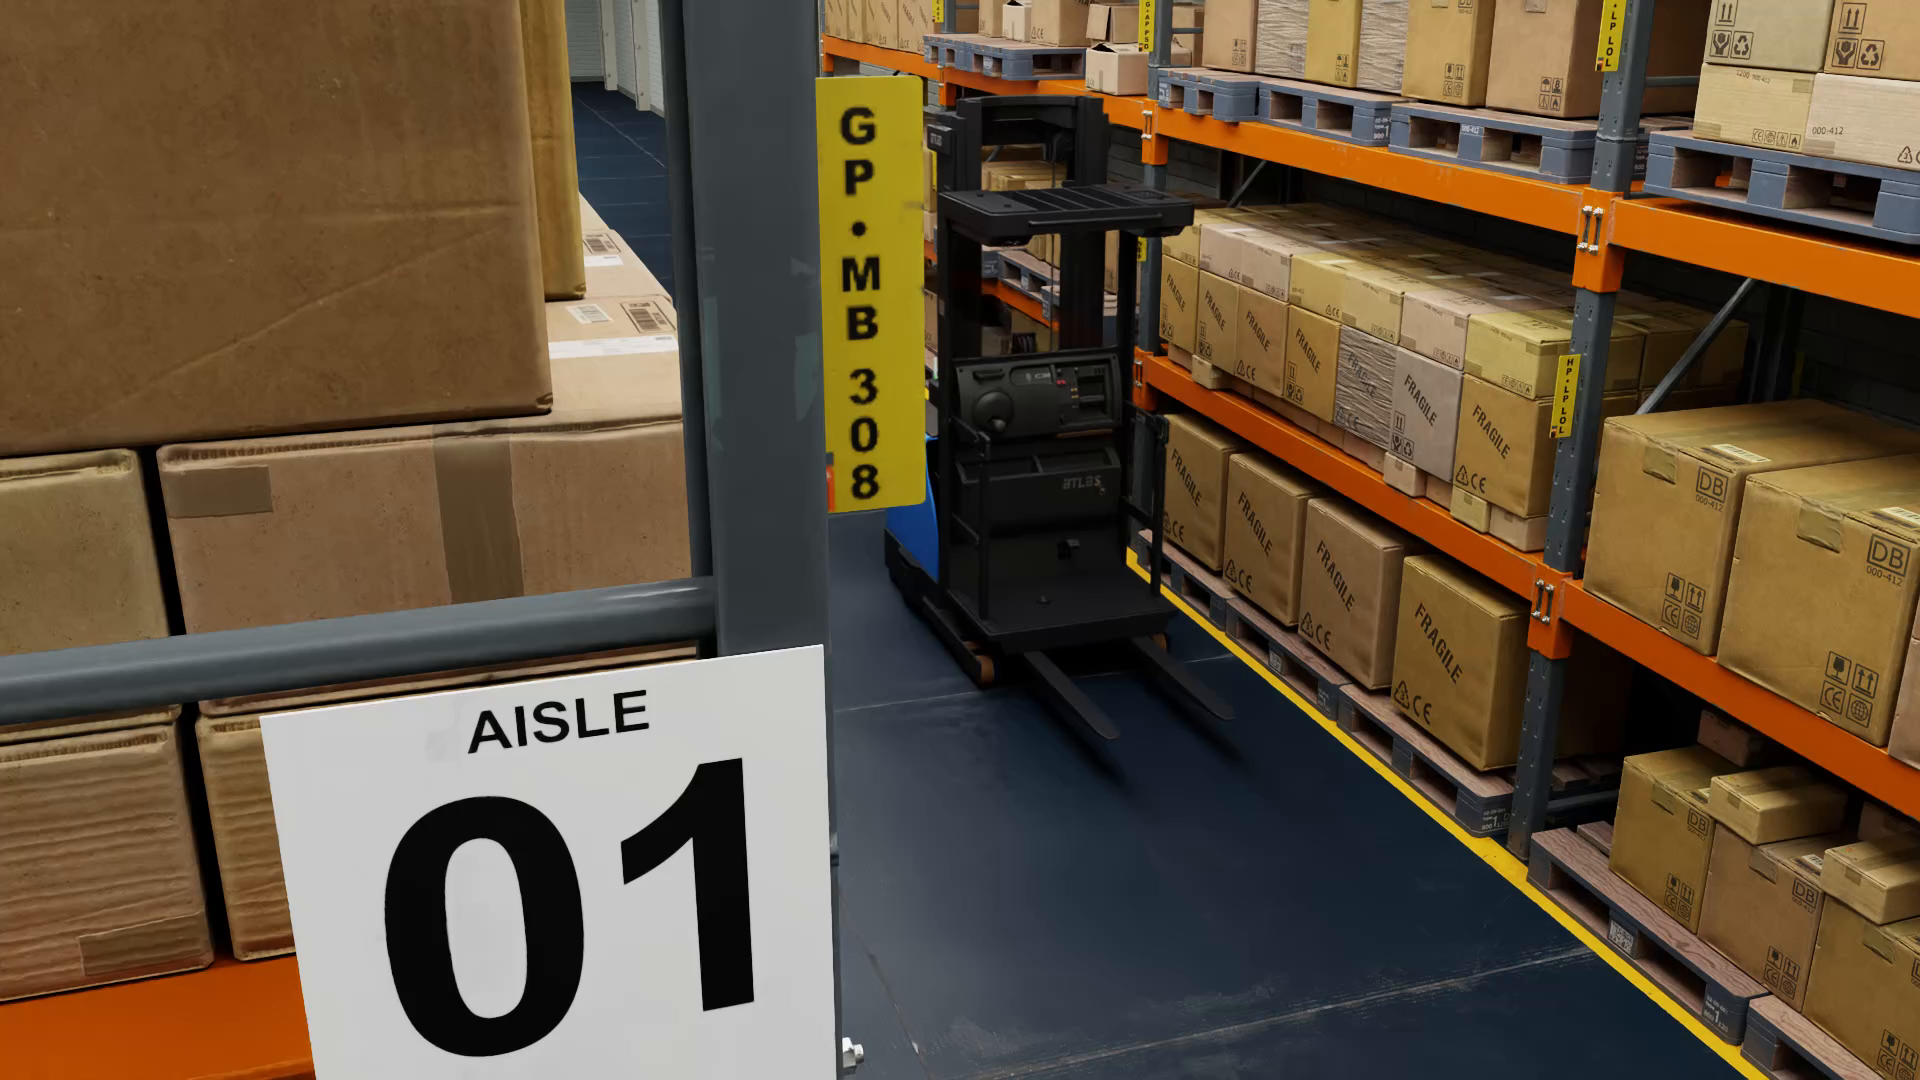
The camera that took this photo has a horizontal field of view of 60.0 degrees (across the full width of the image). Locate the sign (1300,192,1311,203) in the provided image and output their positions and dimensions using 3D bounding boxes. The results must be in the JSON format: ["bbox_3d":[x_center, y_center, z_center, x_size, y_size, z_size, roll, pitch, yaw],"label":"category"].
[{"bbox_3d":[2.123,-1.996,10.325,0.100,0.325,0.005,-6,21,-17],"label":"sign"}]

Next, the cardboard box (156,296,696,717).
[{"bbox_3d":[-0.505,-0.066,1.707,0.500,0.250,0.500,-6,21,-17],"label":"cardboard box"}]

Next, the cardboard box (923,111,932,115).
[{"bbox_3d":[-0.568,-4.122,17.038,0.500,0.500,0.500,-7,21,-18],"label":"cardboard box"}]

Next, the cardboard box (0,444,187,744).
[{"bbox_3d":[-0.994,-0.011,1.554,0.500,0.250,0.500,-6,21,-17],"label":"cardboard box"}]

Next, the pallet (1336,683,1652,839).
[{"bbox_3d":[2.540,0.965,7.918,1.003,0.211,1.213,-6,21,-17],"label":"pallet"}]

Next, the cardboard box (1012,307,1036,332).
[{"bbox_3d":[0.728,-1.683,13.103,0.500,0.250,0.500,-7,21,-18],"label":"cardboard box"}]

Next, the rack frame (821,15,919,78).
[{"bbox_3d":[-0.918,-3.959,17.501,1.000,3.000,0.127,-6,21,-17],"label":"rack frame"}]

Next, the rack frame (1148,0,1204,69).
[{"bbox_3d":[1.597,-4.215,9.339,1.000,3.000,0.127,-6,21,-17],"label":"rack frame"}]

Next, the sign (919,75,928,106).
[{"bbox_3d":[-0.384,-4.705,17.398,0.100,0.325,0.005,-6,21,-17],"label":"sign"}]

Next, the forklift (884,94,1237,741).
[{"bbox_3d":[0.501,-0.767,8.716,1.130,2.935,3.031,-7,21,-18],"label":"forklift"}]

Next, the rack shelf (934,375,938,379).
[{"bbox_3d":[0.027,-0.925,10.487,0.258,0.148,0.480,-7,21,-18],"label":"rack shelf"}]

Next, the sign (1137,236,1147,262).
[{"bbox_3d":[1.085,-1.838,10.002,0.100,0.325,0.005,-6,21,-17],"label":"sign"}]

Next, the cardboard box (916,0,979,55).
[{"bbox_3d":[-0.055,-4.280,13.780,0.500,0.500,0.500,-6,21,-16],"label":"cardboard box"}]

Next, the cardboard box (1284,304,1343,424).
[{"bbox_3d":[1.988,-0.910,8.396,0.500,0.500,0.500,-6,21,-16],"label":"cardboard box"}]

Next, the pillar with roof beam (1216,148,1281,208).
[{"bbox_3d":[-2.077,-4.267,9.483,9.100,9.000,0.400,-6,21,-17],"label":"pillar with roof beam"}]

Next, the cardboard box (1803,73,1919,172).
[{"bbox_3d":[2.968,-1.279,5.055,0.500,0.250,0.500,-7,21,-18],"label":"cardboard box"}]

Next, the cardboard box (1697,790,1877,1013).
[{"bbox_3d":[3.147,1.283,5.983,0.700,0.500,0.500,-7,21,-18],"label":"cardboard box"}]

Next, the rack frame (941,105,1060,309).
[{"bbox_3d":[0.340,-2.675,13.927,1.000,3.000,0.127,-6,21,-17],"label":"rack frame"}]

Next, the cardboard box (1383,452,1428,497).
[{"bbox_3d":[2.200,-0.322,7.719,0.380,0.149,0.250,-6,21,-17],"label":"cardboard box"}]

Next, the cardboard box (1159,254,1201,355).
[{"bbox_3d":[1.507,-1.405,9.773,0.500,0.500,0.500,-6,21,-16],"label":"cardboard box"}]

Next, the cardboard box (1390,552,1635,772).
[{"bbox_3d":[2.526,0.511,7.614,0.750,0.750,0.750,-6,21,-17],"label":"cardboard box"}]

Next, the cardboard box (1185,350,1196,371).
[{"bbox_3d":[1.551,-1.071,9.802,0.380,0.149,0.250,-6,21,-16],"label":"cardboard box"}]

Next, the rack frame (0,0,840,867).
[{"bbox_3d":[-0.590,-1.120,0.723,1.000,3.000,0.127,-6,21,-17],"label":"rack frame"}]

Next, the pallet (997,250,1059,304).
[{"bbox_3d":[0.936,-1.932,12.142,1.003,0.211,1.213,-6,21,-17],"label":"pallet"}]

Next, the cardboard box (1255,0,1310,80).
[{"bbox_3d":[2.020,-2.743,8.881,0.700,0.500,0.500,-8,21,-20],"label":"cardboard box"}]

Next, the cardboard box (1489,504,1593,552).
[{"bbox_3d":[2.479,-0.077,7.037,0.380,0.149,0.250,-6,21,-17],"label":"cardboard box"}]

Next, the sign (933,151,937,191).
[{"bbox_3d":[-0.173,-3.022,13.613,0.100,0.325,0.005,-6,21,-17],"label":"sign"}]

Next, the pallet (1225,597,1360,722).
[{"bbox_3d":[2.153,0.573,9.010,1.003,0.211,1.213,-6,21,-17],"label":"pallet"}]

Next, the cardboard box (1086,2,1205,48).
[{"bbox_3d":[1.277,-3.287,11.011,0.797,0.503,0.637,-3,20,-10],"label":"cardboard box"}]

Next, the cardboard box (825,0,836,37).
[{"bbox_3d":[-1.050,-5.293,16.601,0.500,0.500,0.500,-6,21,-16],"label":"cardboard box"}]

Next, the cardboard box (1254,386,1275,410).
[{"bbox_3d":[1.840,-0.826,9.122,0.380,0.149,0.250,-6,21,-16],"label":"cardboard box"}]

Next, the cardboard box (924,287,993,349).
[{"bbox_3d":[-0.025,-2.035,15.191,0.500,0.500,0.500,-8,21,-21],"label":"cardboard box"}]

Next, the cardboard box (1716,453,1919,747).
[{"bbox_3d":[3.233,0.162,5.585,0.980,0.700,0.700,-7,21,-19],"label":"cardboard box"}]

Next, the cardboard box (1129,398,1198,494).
[{"bbox_3d":[1.321,-0.648,11.329,0.700,0.500,0.500,-6,21,-16],"label":"cardboard box"}]

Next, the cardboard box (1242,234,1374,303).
[{"bbox_3d":[1.825,-1.435,8.748,0.500,0.250,0.500,-6,21,-17],"label":"cardboard box"}]

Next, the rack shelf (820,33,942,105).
[{"bbox_3d":[-0.289,-4.390,15.328,1.077,0.370,4.000,-6,21,-17],"label":"rack shelf"}]

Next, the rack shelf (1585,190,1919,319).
[{"bbox_3d":[3.483,-0.539,4.607,1.077,0.370,4.000,-6,21,-17],"label":"rack shelf"}]

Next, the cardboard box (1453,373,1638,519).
[{"bbox_3d":[2.470,-0.426,7.047,0.500,0.500,0.500,-7,21,-18],"label":"cardboard box"}]

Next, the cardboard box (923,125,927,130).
[{"bbox_3d":[-0.094,-3.632,15.674,0.500,0.500,0.500,-6,21,-16],"label":"cardboard box"}]

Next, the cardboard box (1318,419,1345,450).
[{"bbox_3d":[2.049,-0.576,8.426,0.380,0.149,0.250,-6,21,-15],"label":"cardboard box"}]

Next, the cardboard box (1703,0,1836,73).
[{"bbox_3d":[2.812,-1.788,5.363,0.500,0.500,0.500,-7,21,-18],"label":"cardboard box"}]

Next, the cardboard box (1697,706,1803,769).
[{"bbox_3d":[3.135,0.749,6.511,0.380,0.149,0.250,-7,21,-18],"label":"cardboard box"}]

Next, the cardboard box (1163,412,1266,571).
[{"bbox_3d":[1.703,-0.327,9.950,0.750,0.750,0.750,-7,21,-18],"label":"cardboard box"}]

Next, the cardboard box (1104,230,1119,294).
[{"bbox_3d":[1.238,-1.972,11.170,0.700,0.500,0.500,-8,21,-22],"label":"cardboard box"}]

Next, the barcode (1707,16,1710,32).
[{"bbox_3d":[3.007,-2.055,6.638,0.001,0.075,0.075,-5,20,-12],"label":"barcode"}]

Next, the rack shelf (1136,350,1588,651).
[{"bbox_3d":[2.225,-0.411,8.688,1.077,0.370,4.000,-6,21,-17],"label":"rack shelf"}]

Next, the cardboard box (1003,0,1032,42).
[{"bbox_3d":[0.629,-3.861,12.302,0.500,0.311,0.500,-6,21,-15],"label":"cardboard box"}]

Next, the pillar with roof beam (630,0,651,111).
[{"bbox_3d":[-11.507,-13.894,36.286,9.100,9.000,0.400,-6,21,-17],"label":"pillar with roof beam"}]

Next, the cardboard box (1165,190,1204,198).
[{"bbox_3d":[1.345,-2.160,10.735,0.380,0.149,0.250,-10,22,-26],"label":"cardboard box"}]

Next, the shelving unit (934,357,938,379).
[{"bbox_3d":[0.027,-0.534,10.628,0.258,1.200,0.503,-7,21,-18],"label":"shelving unit"}]

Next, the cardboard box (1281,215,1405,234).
[{"bbox_3d":[2.145,-1.656,9.364,0.500,0.250,0.500,-7,21,-19],"label":"cardboard box"}]

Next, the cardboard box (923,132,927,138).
[{"bbox_3d":[-0.413,-3.408,15.050,0.500,0.500,0.500,-7,21,-19],"label":"cardboard box"}]

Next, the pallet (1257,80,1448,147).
[{"bbox_3d":[2.204,-2.155,8.320,1.003,0.211,1.213,-5,20,-15],"label":"pallet"}]

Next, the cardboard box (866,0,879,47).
[{"bbox_3d":[-0.559,-4.781,15.175,0.500,0.500,0.500,-5,20,-14],"label":"cardboard box"}]

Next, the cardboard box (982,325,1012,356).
[{"bbox_3d":[0.587,-1.471,13.622,0.700,0.500,0.500,-6,21,-15],"label":"cardboard box"}]

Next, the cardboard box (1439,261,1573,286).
[{"bbox_3d":[2.624,-1.160,7.982,0.500,0.250,0.500,-7,21,-19],"label":"cardboard box"}]

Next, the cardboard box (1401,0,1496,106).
[{"bbox_3d":[2.445,-2.239,7.478,0.700,0.500,0.500,-7,21,-18],"label":"cardboard box"}]

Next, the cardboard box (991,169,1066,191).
[{"bbox_3d":[0.636,-2.582,12.869,0.700,0.500,0.500,-4,20,-12],"label":"cardboard box"}]

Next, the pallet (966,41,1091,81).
[{"bbox_3d":[0.761,-3.456,11.943,1.213,0.211,1.003,-6,21,-17],"label":"pallet"}]
